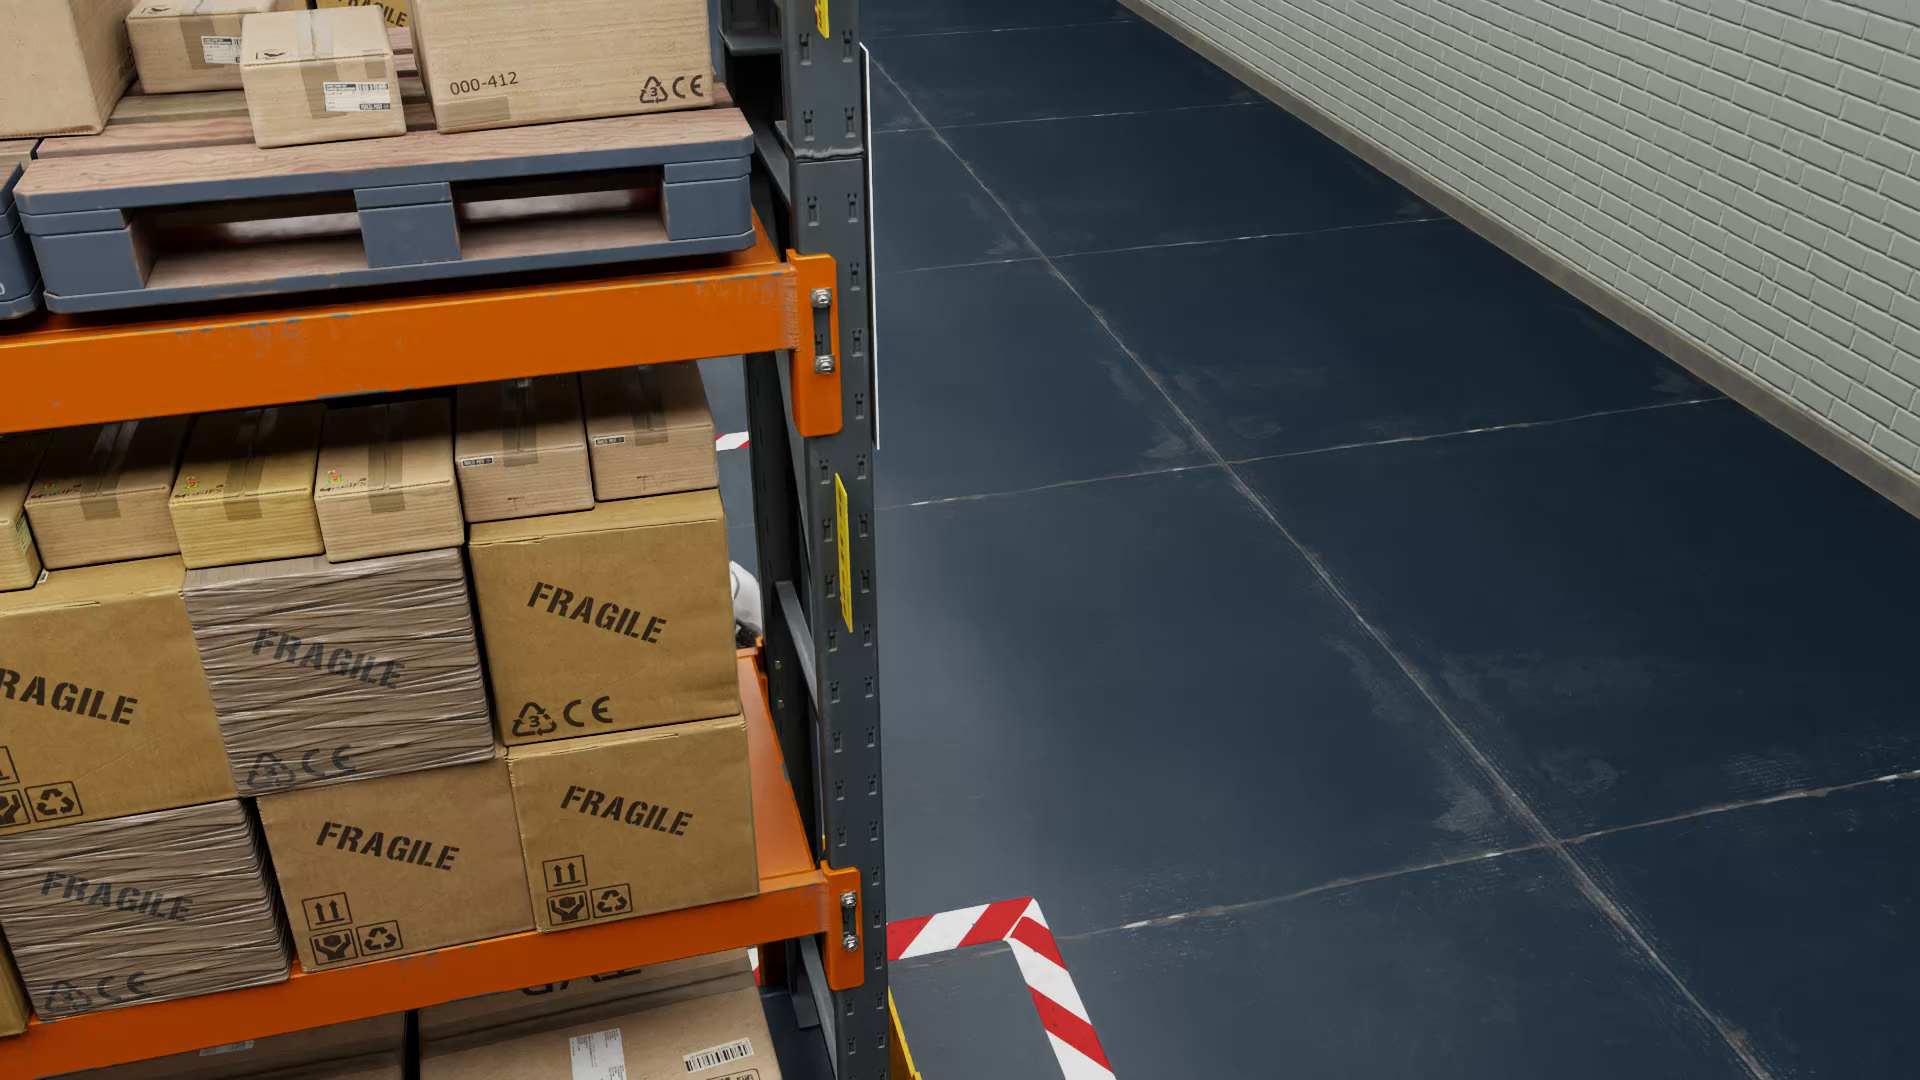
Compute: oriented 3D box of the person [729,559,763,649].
[{"bbox_3d":[-1.081,0.519,5.763,0.924,1.145,0.430,-18,35,-28],"label":"person"}]
